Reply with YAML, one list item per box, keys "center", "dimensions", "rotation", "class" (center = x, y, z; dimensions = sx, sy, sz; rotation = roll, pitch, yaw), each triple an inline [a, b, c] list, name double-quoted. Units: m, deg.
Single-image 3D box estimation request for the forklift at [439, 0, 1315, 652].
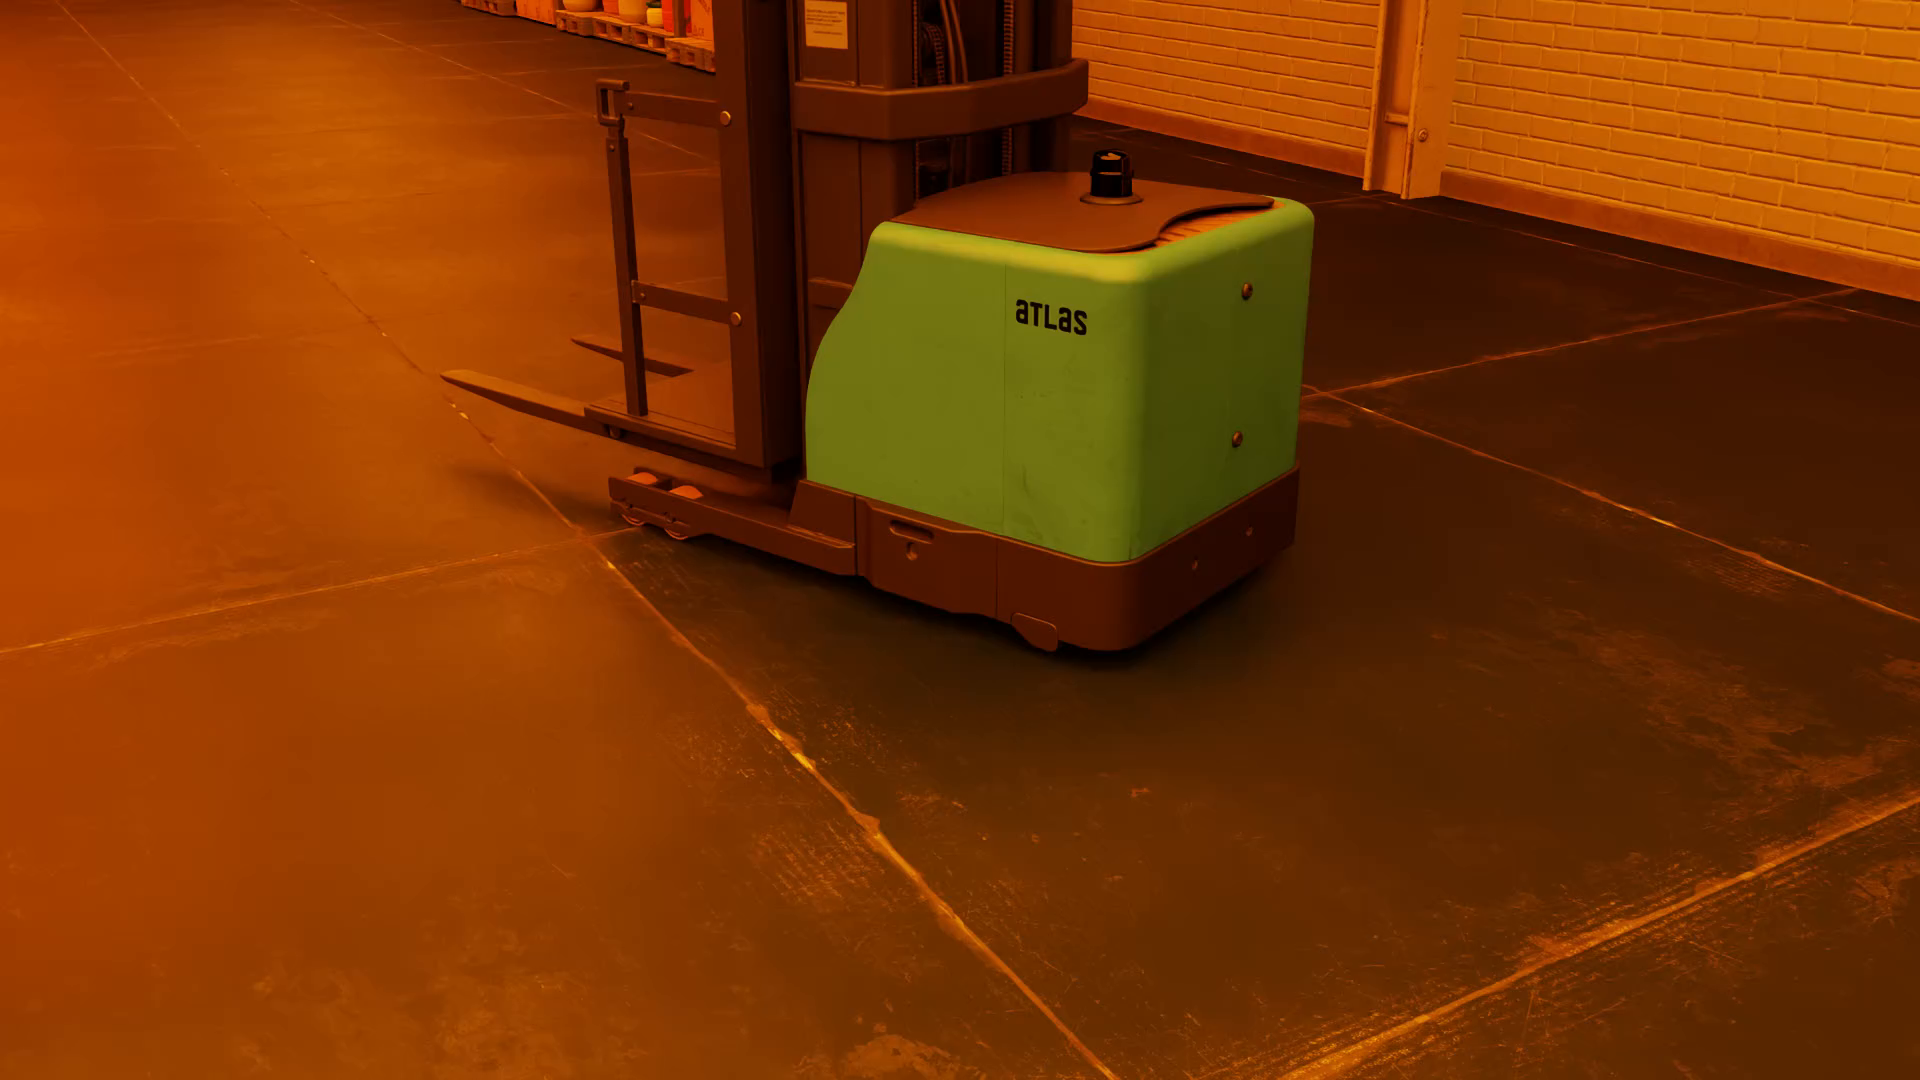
- center: [-0.481, -1.497, 4.922]
  dimensions: [3.031, 2.935, 1.130]
  rotation: [16, 27, 34]
  class: "forklift"
